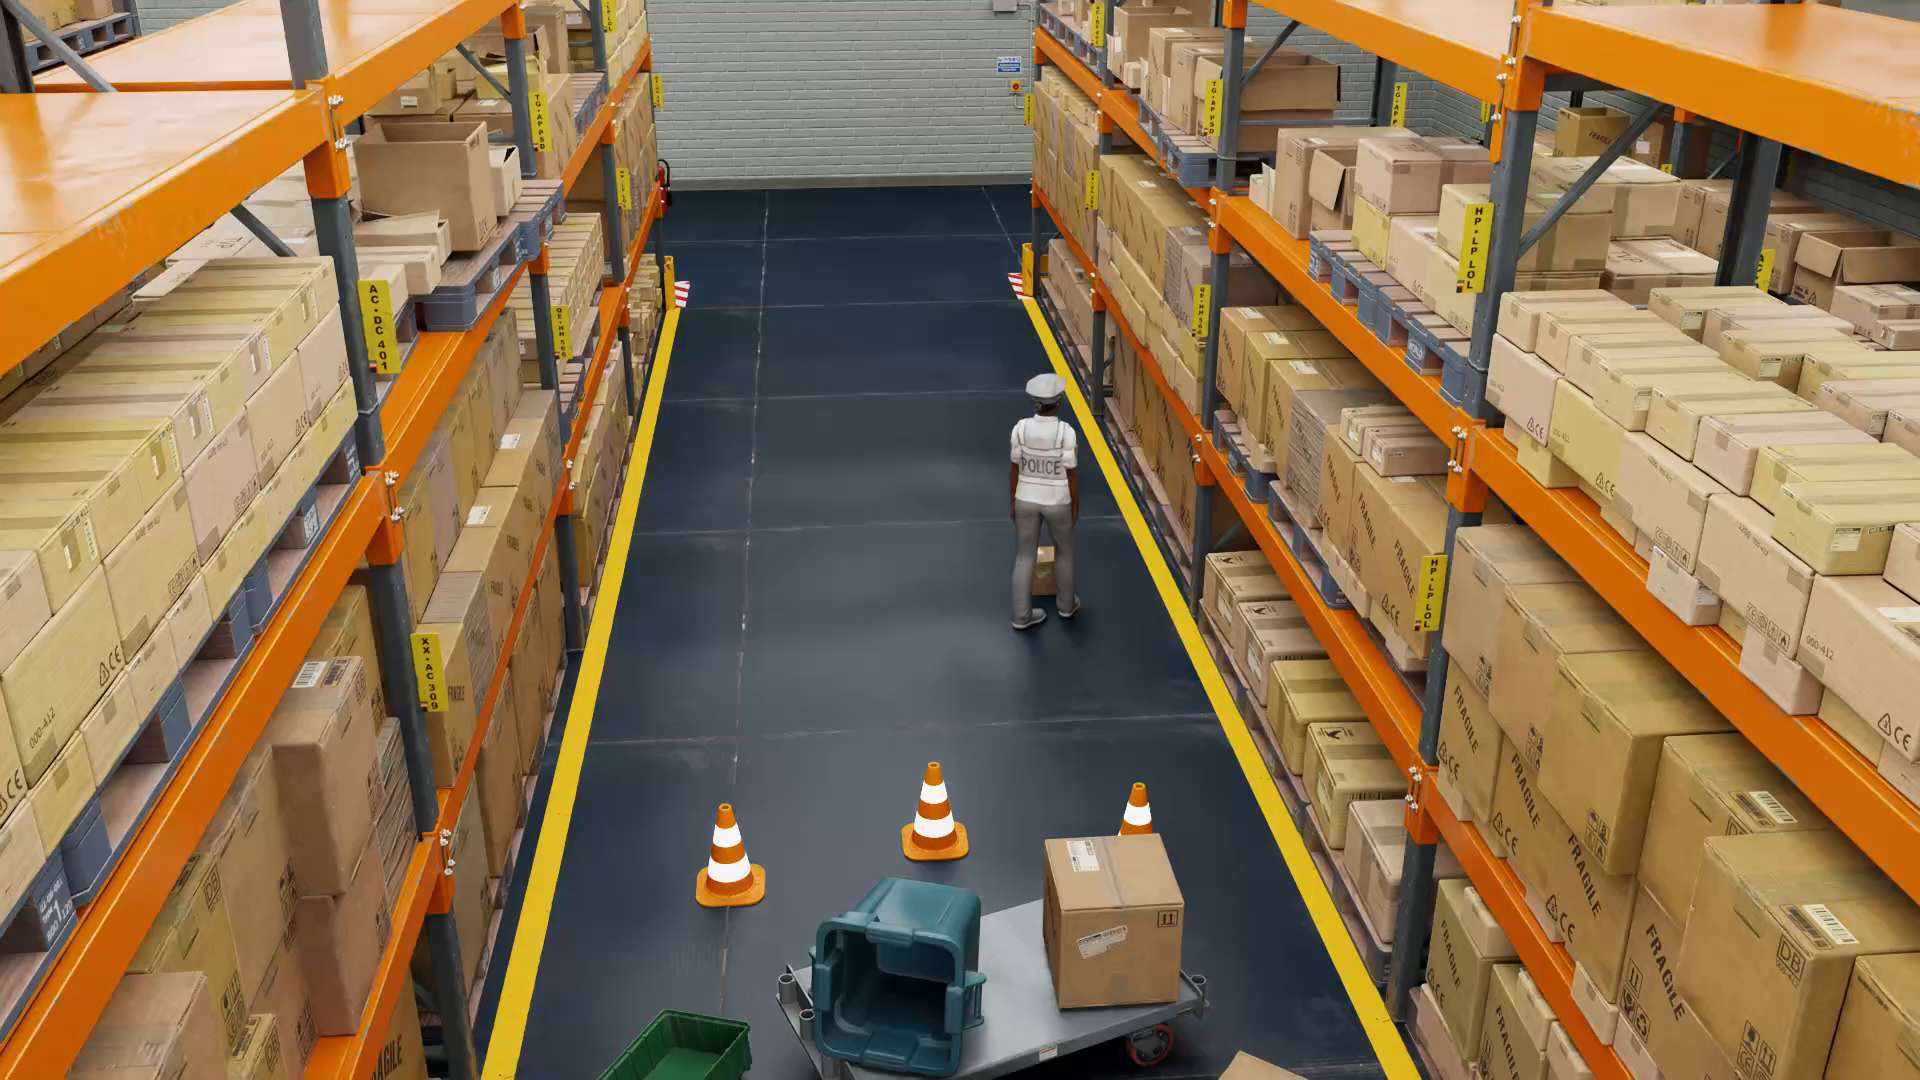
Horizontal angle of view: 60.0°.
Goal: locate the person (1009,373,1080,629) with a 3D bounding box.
[{"bbox_3d":[0.556,-0.268,10.671,0.451,1.674,0.554,6,25,14],"label":"person"}]
